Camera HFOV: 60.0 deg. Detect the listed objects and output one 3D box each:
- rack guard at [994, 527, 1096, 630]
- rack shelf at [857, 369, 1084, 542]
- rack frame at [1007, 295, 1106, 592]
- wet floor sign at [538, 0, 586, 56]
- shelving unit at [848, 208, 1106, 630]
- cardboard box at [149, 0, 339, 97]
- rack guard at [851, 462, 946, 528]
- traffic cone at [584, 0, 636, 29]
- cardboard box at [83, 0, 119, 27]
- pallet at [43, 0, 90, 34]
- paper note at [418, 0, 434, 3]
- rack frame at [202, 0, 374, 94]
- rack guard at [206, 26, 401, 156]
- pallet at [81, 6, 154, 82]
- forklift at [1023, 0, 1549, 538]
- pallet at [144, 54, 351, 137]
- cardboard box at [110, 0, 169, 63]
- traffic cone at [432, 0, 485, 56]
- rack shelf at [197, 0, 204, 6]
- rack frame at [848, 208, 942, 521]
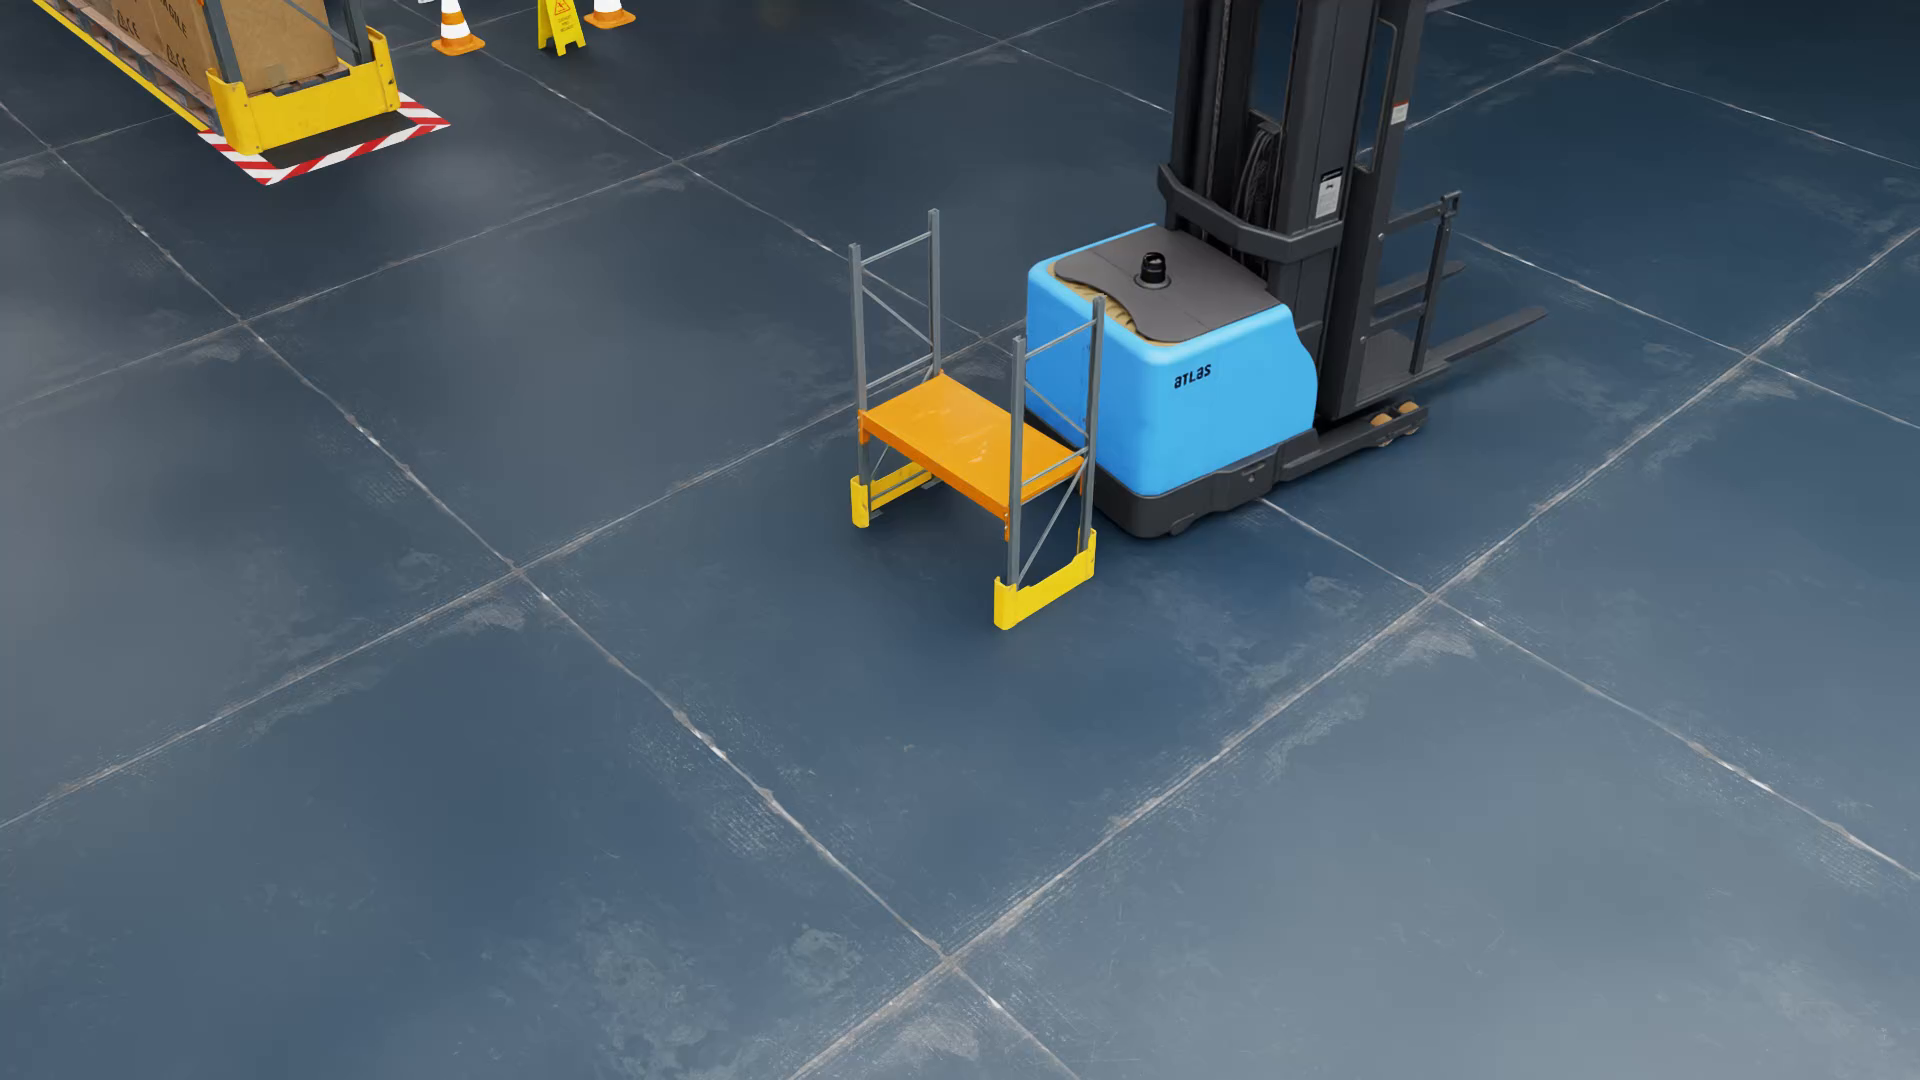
[{"bbox_3d":[0.388,0.169,7.550,0.587,0.250,0.087,-30,48,-32],"label":"rack guard"},{"bbox_3d":[0.058,-0.404,7.551,0.538,0.185,1.000,-30,48,-32],"label":"rack shelf"},{"bbox_3d":[0.402,-0.309,7.146,0.500,1.500,0.032,-30,48,-32],"label":"rack frame"},{"bbox_3d":[-3.008,-3.979,12.371,0.232,0.644,0.267,26,45,28],"label":"wet floor sign"},{"bbox_3d":[0.052,-0.548,7.443,0.587,1.500,1.083,-30,48,-32],"label":"shelving unit"},{"bbox_3d":[-4.993,-3.689,11.495,0.875,0.875,0.875,-30,47,-32],"label":"cardboard box"},{"bbox_3d":[-0.285,-0.292,8.121,0.587,0.250,0.087,-30,48,-32],"label":"rack guard"},{"bbox_3d":[-2.737,-4.252,12.854,0.336,0.463,0.334,-30,48,-32],"label":"traffic cone"},{"bbox_3d":[-6.205,-4.518,12.522,0.875,0.875,0.875,-30,47,-31],"label":"cardboard box"},{"bbox_3d":[-6.735,-4.448,13.297,1.003,0.211,1.213,-30,48,-32],"label":"pallet"},{"bbox_3d":[-4.268,-4.339,13.307,0.144,0.017,0.142,-15,41,-17],"label":"paper note"},{"bbox_3d":[-4.486,-4.067,10.606,1.000,3.000,0.127,-30,48,-32],"label":"rack frame"},{"bbox_3d":[-4.470,-3.083,11.377,1.175,0.500,0.348,-30,48,-32],"label":"rack guard"},{"bbox_3d":[-5.905,-3.883,12.598,1.003,0.211,1.213,-30,48,-32],"label":"pallet"},{"bbox_3d":[1.813,-1.873,7.944,3.031,2.935,1.130,-23,44,-26],"label":"forklift"},{"bbox_3d":[-5.084,-3.319,11.899,1.003,0.211,1.213,-30,48,-32],"label":"pallet"},{"bbox_3d":[-5.590,-4.095,11.998,0.875,0.875,0.875,-31,48,-32],"label":"cardboard box"},{"bbox_3d":[-3.799,-3.929,12.454,0.336,0.463,0.334,-30,48,-32],"label":"traffic cone"},{"bbox_3d":[-5.839,-4.712,11.978,1.077,0.370,4.000,-30,48,-32],"label":"rack shelf"},{"bbox_3d":[-0.286,-0.779,7.729,0.500,1.500,0.032,-30,48,-32],"label":"rack frame"}]
